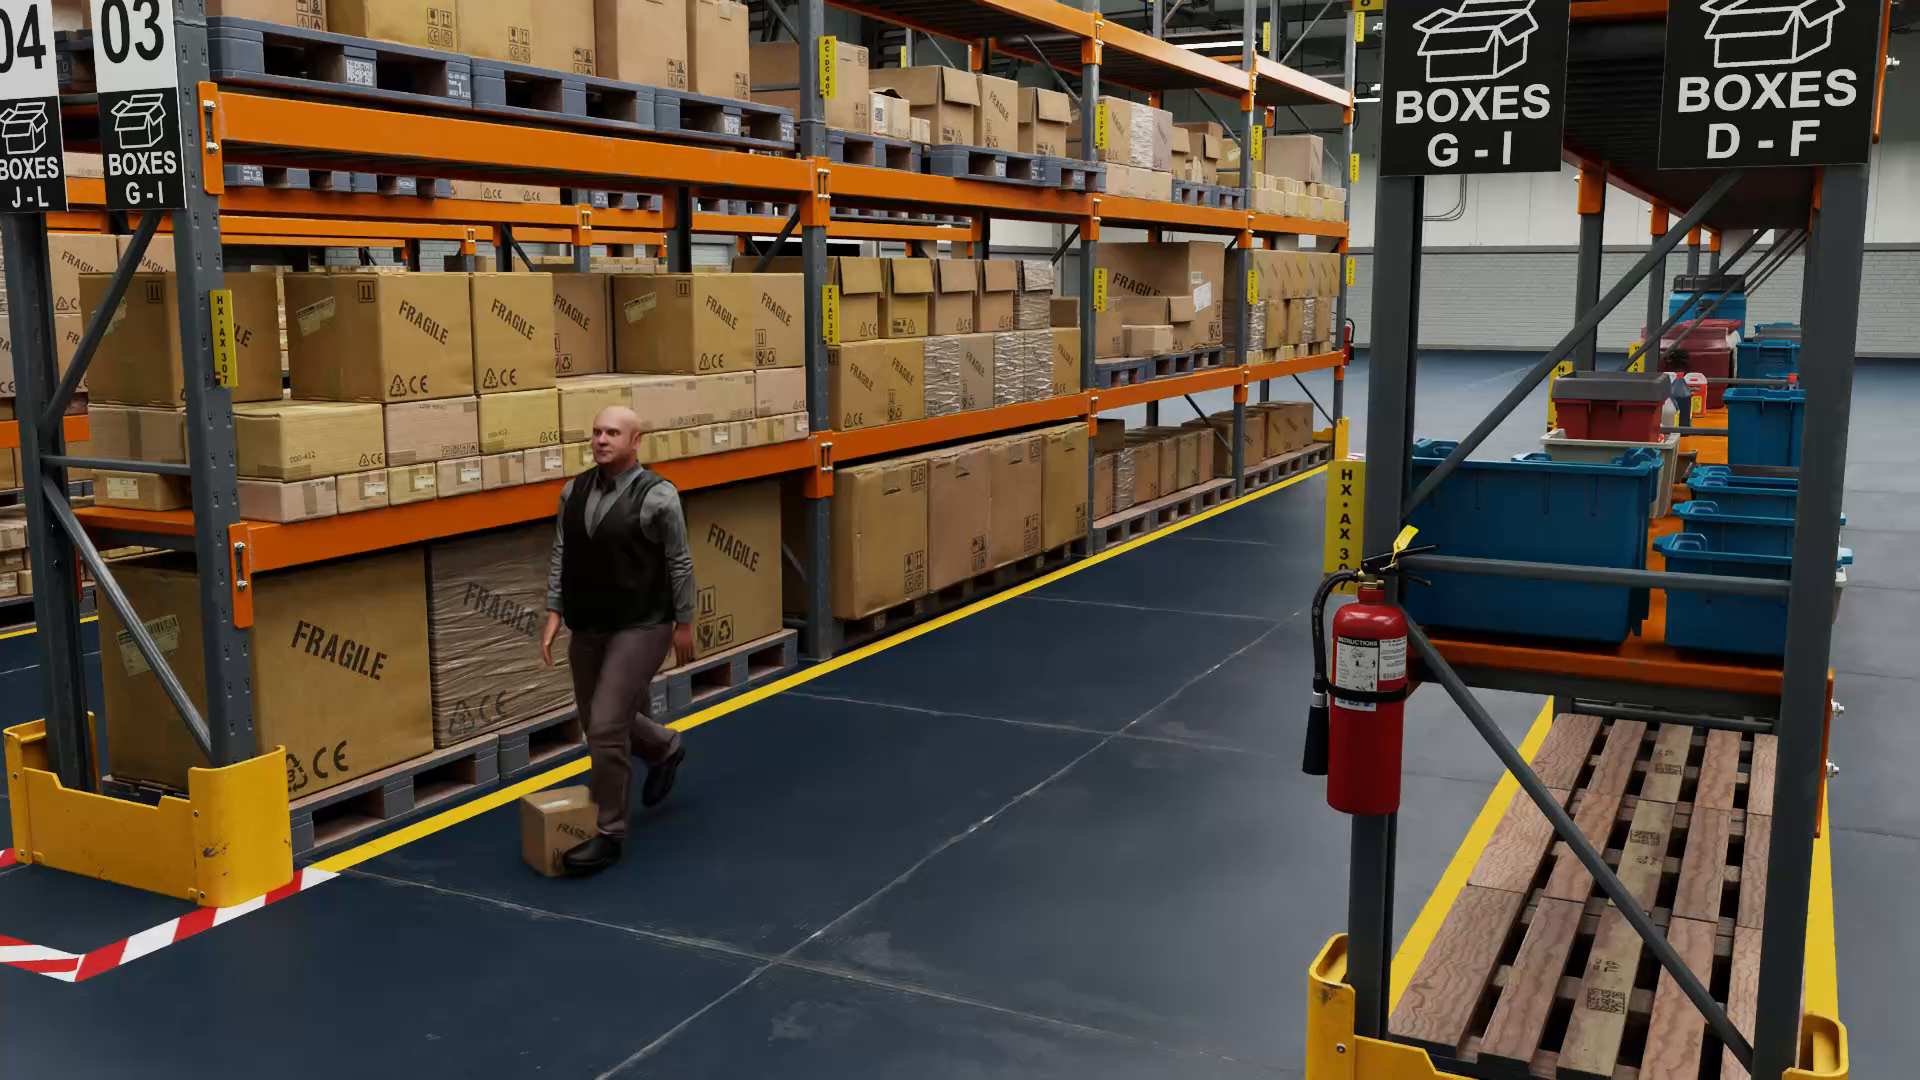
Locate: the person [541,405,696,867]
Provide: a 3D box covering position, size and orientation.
[{"bbox_3d":[-1.287,0.326,6.364,0.553,1.689,0.905,4,10,26],"label":"person"}]
